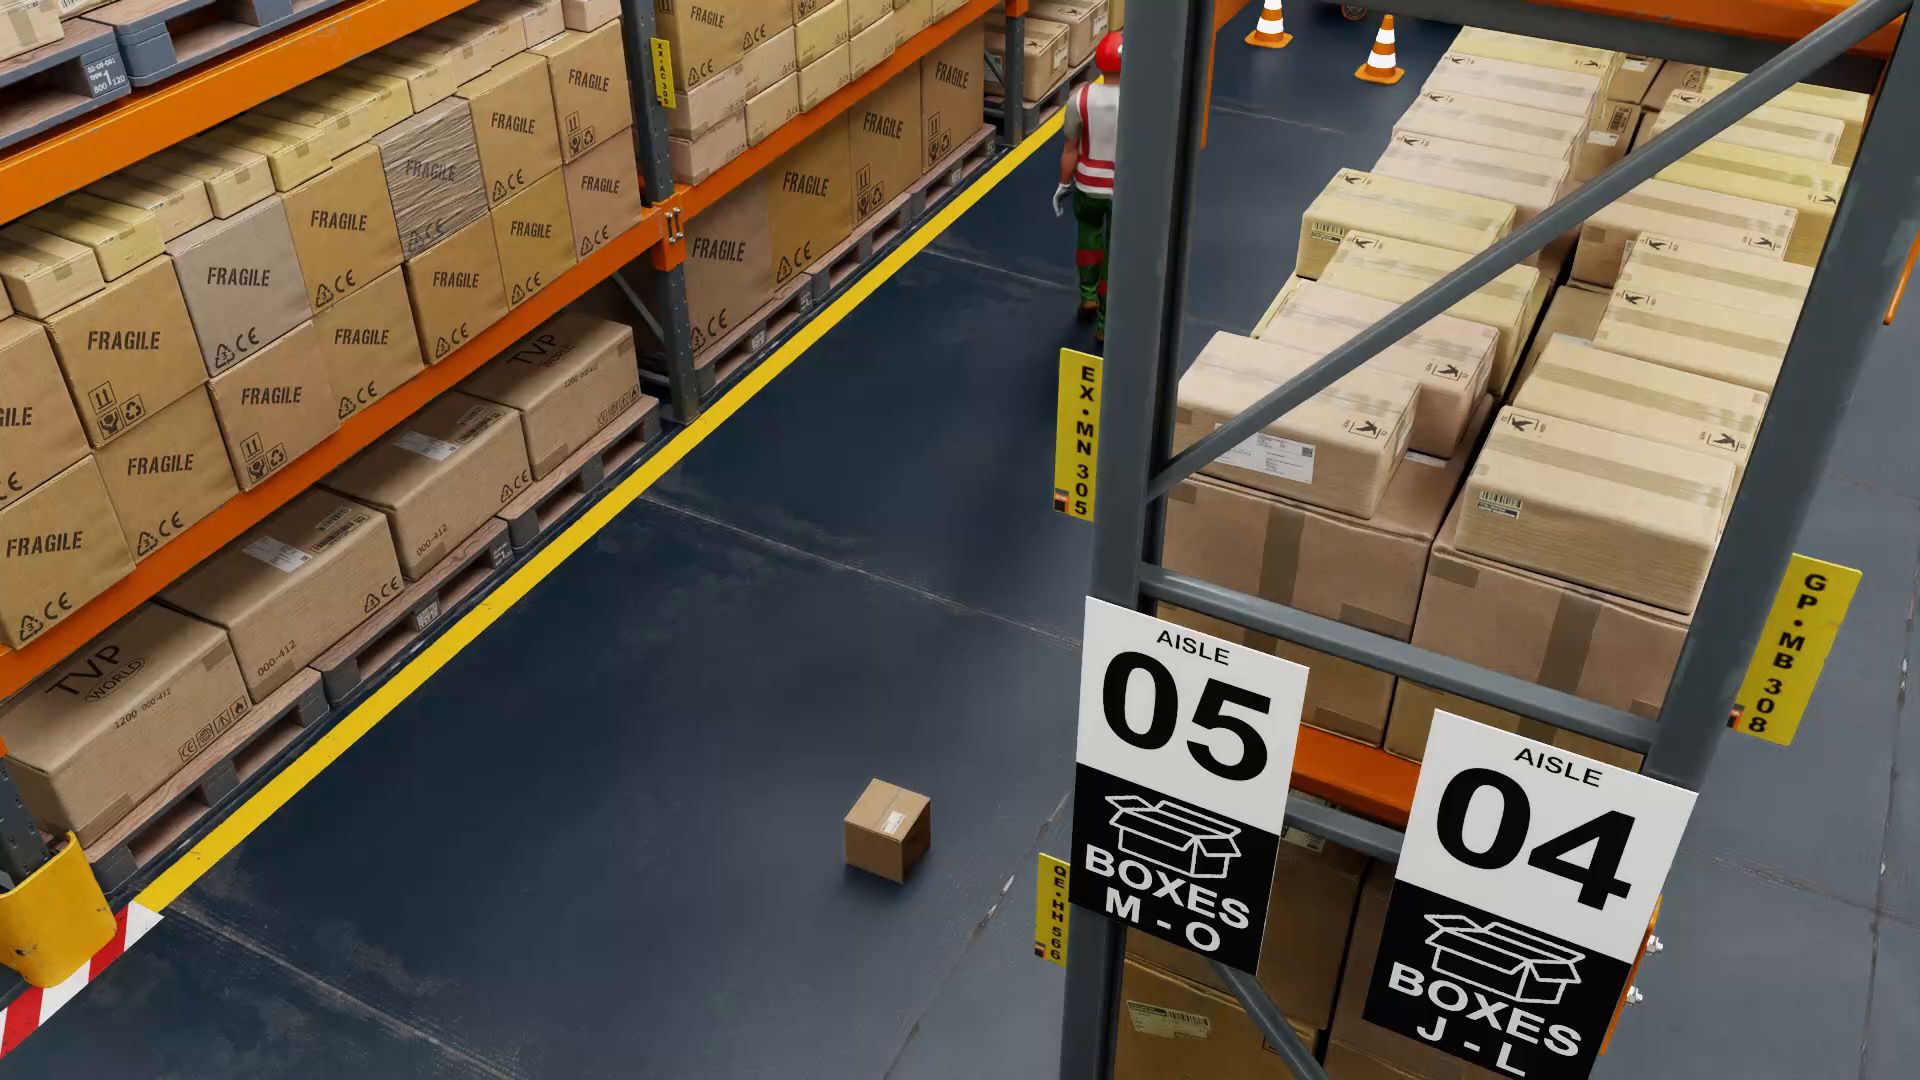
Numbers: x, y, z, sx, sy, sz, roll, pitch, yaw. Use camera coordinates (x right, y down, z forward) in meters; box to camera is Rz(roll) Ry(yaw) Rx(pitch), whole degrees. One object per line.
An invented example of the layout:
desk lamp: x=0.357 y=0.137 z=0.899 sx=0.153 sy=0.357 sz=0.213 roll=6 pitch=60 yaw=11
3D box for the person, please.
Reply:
person: x=0.841 y=-1.974 z=9.293 sx=0.589 sy=1.833 sz=0.501 roll=9 pitch=39 yaw=12
